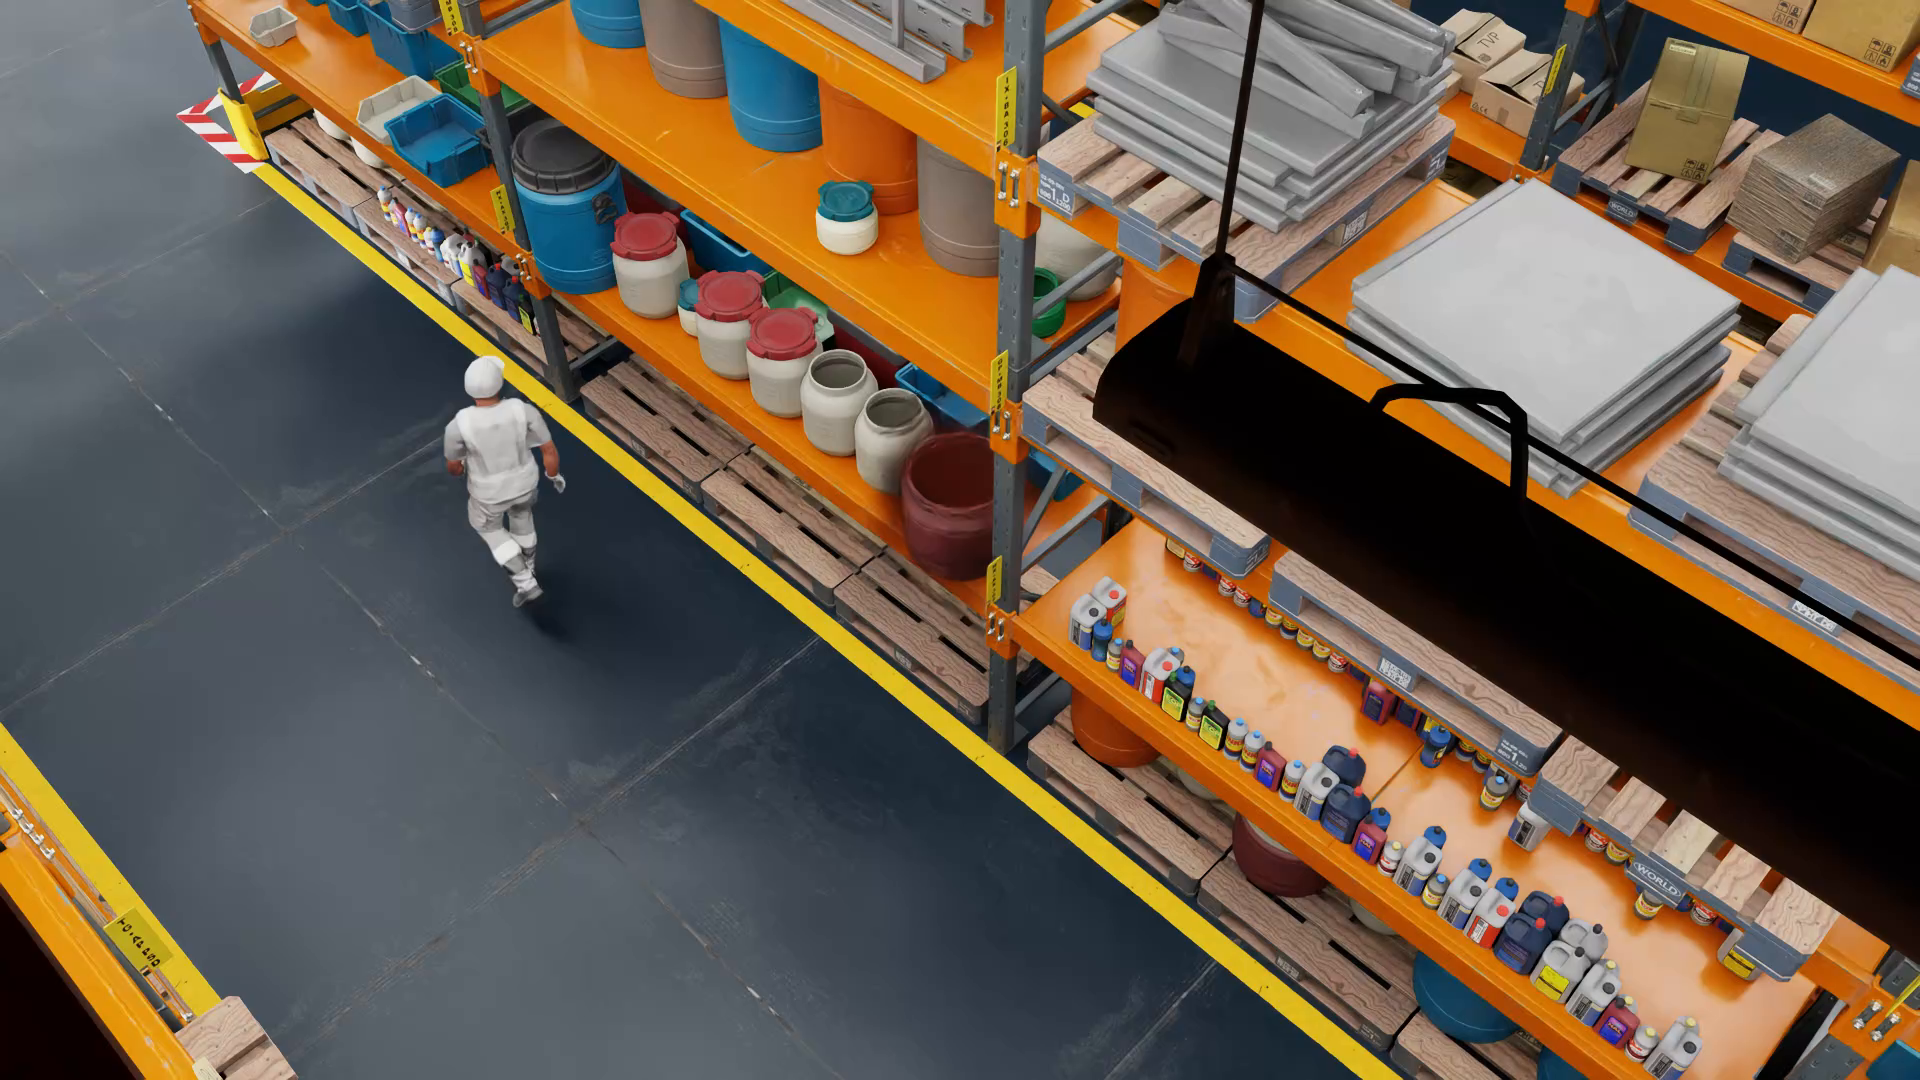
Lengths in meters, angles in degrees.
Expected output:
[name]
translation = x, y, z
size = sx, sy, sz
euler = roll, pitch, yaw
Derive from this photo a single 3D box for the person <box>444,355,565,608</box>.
[person]
translation = -2.566, -0.299, 9.504
size = 0.586, 1.756, 0.679
euler = -26, 55, -20
